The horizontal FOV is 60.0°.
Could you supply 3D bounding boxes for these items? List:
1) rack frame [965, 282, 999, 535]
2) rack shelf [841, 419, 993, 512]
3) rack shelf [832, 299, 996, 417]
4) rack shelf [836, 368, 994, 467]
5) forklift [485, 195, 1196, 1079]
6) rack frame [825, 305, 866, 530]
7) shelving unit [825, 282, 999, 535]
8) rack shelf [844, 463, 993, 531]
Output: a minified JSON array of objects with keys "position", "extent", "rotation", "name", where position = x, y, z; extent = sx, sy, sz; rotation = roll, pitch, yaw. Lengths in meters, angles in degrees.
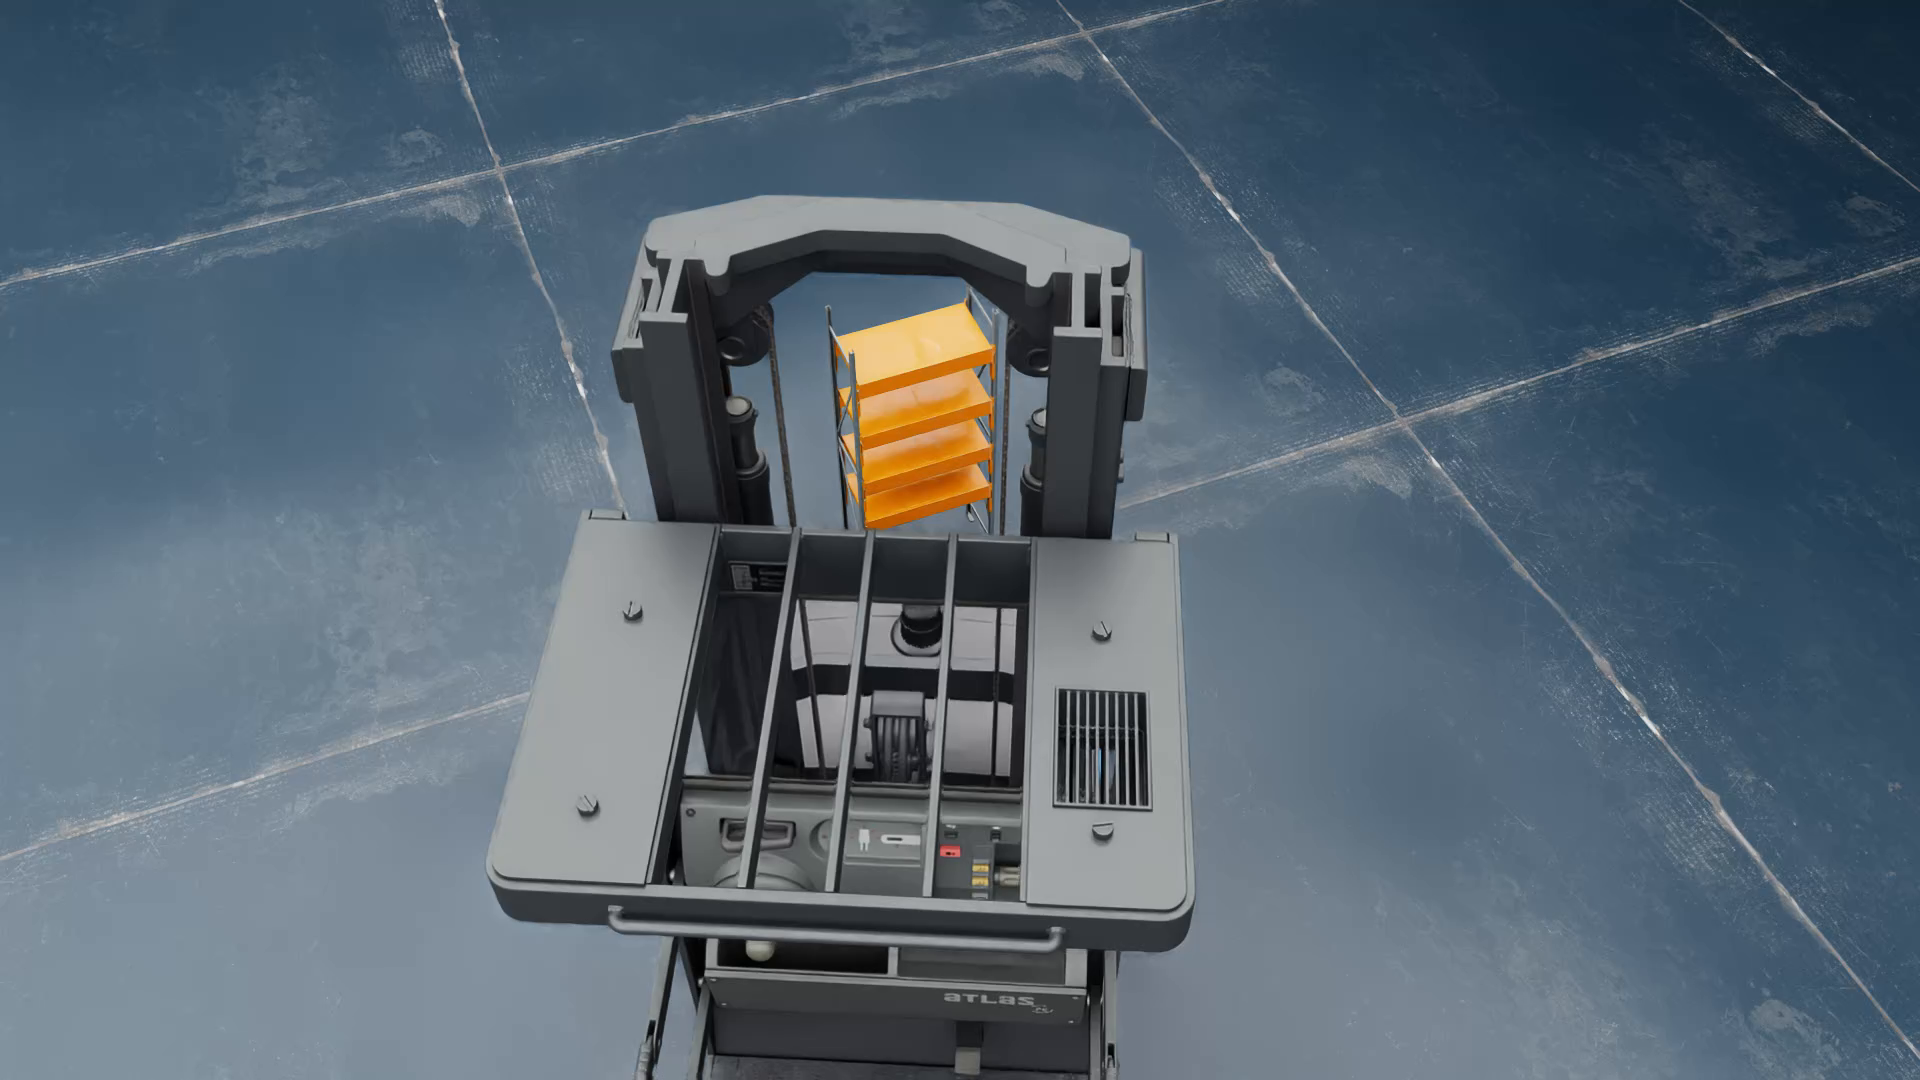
[{"position":[0.073,-0.413,5.814],"extent":[0.015,1.200,0.240],"rotation":[-17,52,-14],"name":"rack frame"},{"position":[-0.153,-0.300,5.805],"extent":[0.480,0.148,0.258],"rotation":[-17,52,-14],"name":"rack shelf"},{"position":[-0.153,-0.599,5.456],"extent":[0.480,0.148,0.258],"rotation":[-17,52,-14],"name":"rack shelf"},{"position":[-0.153,-0.445,5.635],"extent":[0.480,0.148,0.258],"rotation":[-17,52,-14],"name":"rack shelf"},{"position":[-0.164,0.866,3.574],"extent":[1.130,2.935,3.031],"rotation":[2,49,2],"name":"forklift"},{"position":[-0.379,-0.273,5.694],"extent":[0.015,1.200,0.240],"rotation":[-17,52,-14],"name":"rack frame"},{"position":[-0.153,-0.343,5.754],"extent":[0.503,1.200,0.258],"rotation":[-17,52,-14],"name":"shelving unit"},{"position":[-0.153,-0.170,5.956],"extent":[0.480,0.148,0.258],"rotation":[-17,52,-14],"name":"rack shelf"}]
